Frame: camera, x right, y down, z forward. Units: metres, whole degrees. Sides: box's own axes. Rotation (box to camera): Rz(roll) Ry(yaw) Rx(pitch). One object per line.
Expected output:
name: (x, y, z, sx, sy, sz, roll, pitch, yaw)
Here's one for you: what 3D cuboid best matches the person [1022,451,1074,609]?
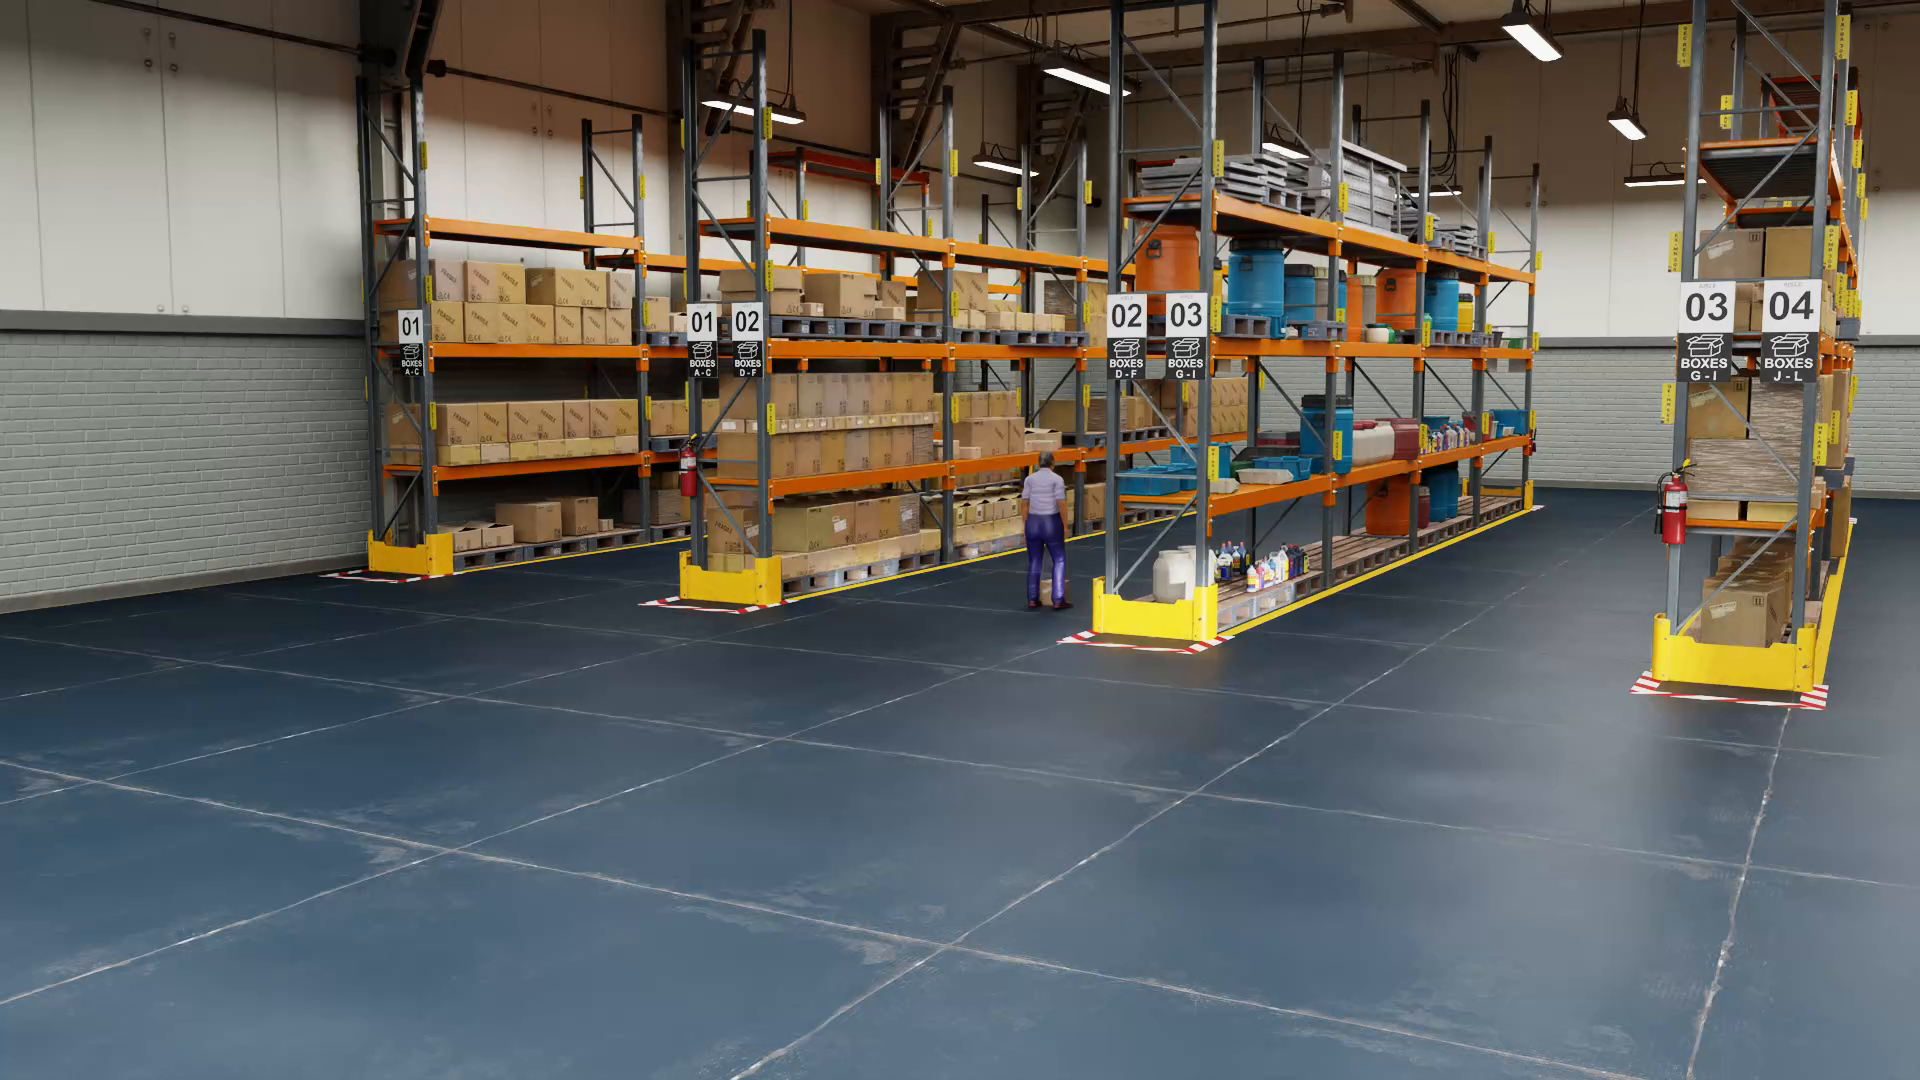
person: (0.905, -0.111, 17.456, 0.537, 1.651, 0.374, 3, 7, 28)
